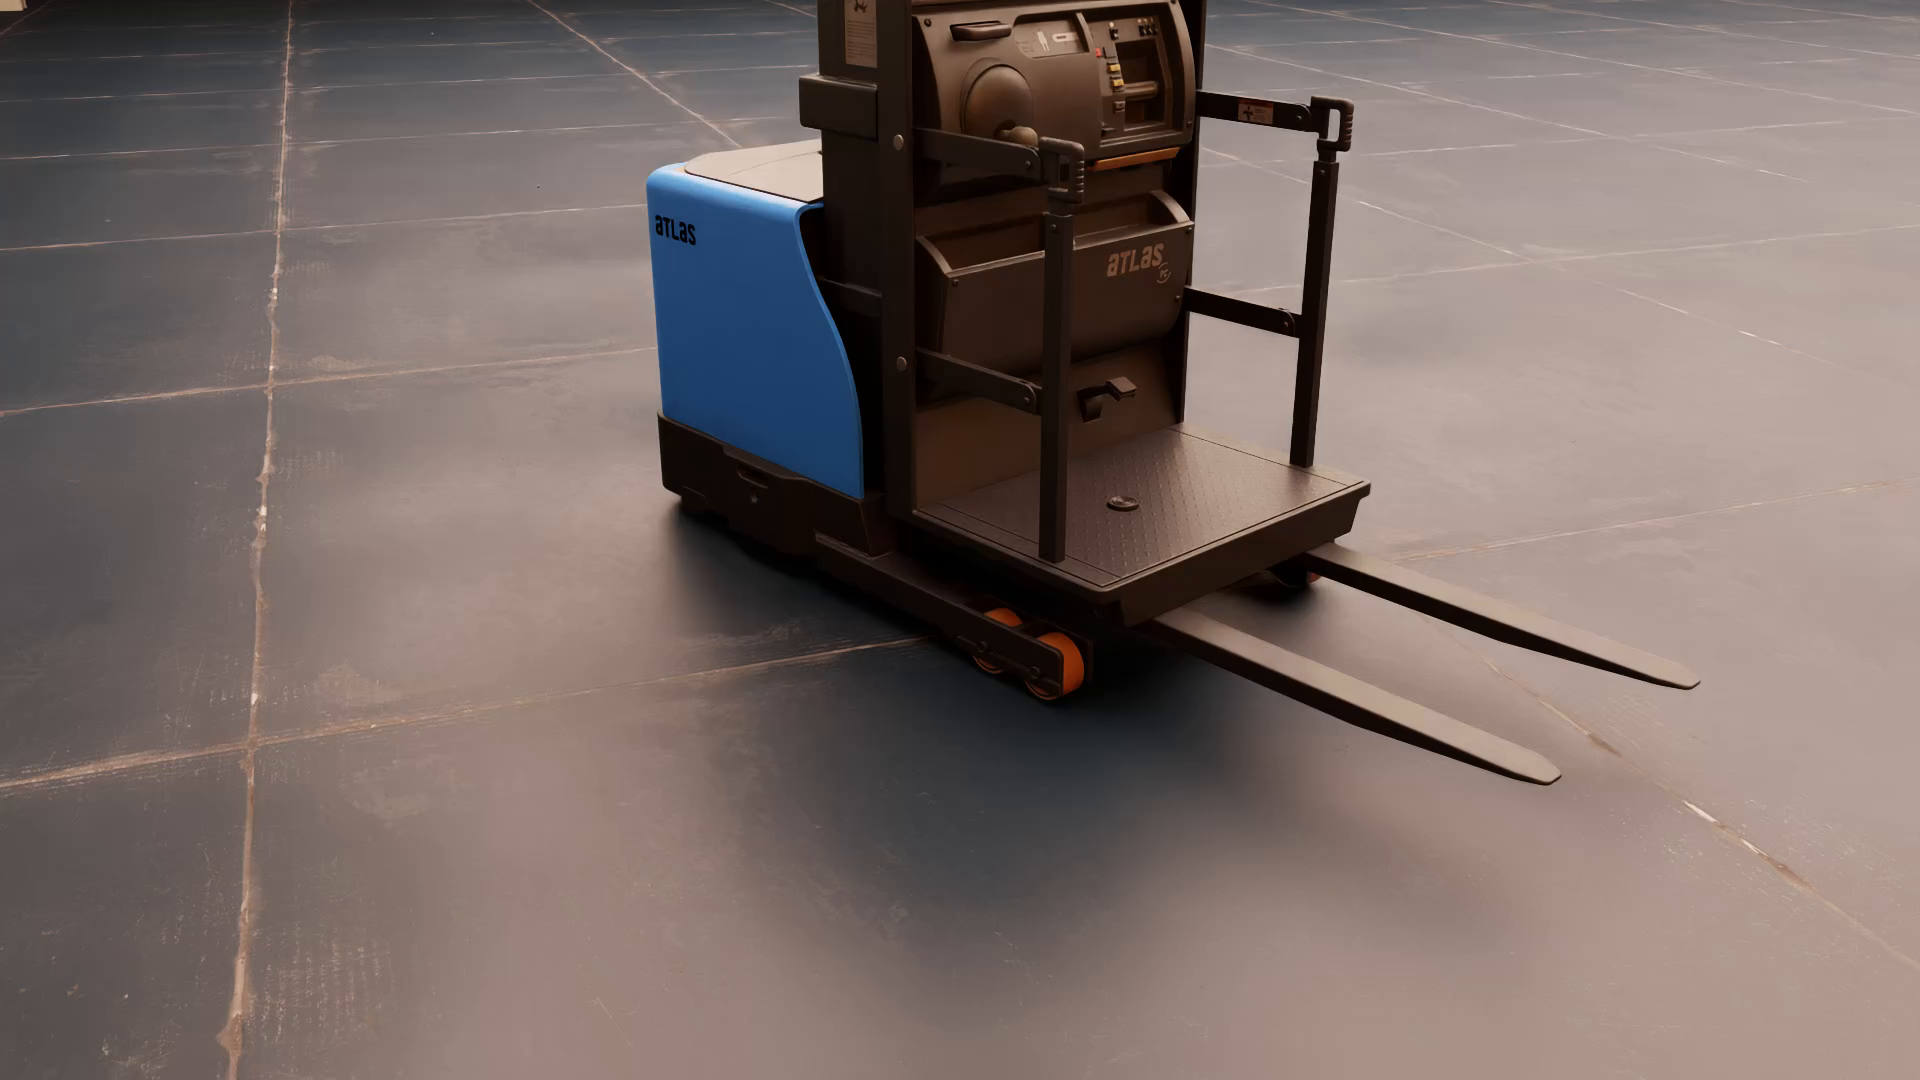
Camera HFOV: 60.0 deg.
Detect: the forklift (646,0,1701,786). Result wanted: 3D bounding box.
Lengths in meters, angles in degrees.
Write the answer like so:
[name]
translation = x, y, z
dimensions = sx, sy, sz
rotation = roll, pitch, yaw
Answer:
[forklift]
translation = 0.409, -1.176, 4.096
dimensions = 1.130, 2.935, 3.031
rotation = -19, 30, -38
